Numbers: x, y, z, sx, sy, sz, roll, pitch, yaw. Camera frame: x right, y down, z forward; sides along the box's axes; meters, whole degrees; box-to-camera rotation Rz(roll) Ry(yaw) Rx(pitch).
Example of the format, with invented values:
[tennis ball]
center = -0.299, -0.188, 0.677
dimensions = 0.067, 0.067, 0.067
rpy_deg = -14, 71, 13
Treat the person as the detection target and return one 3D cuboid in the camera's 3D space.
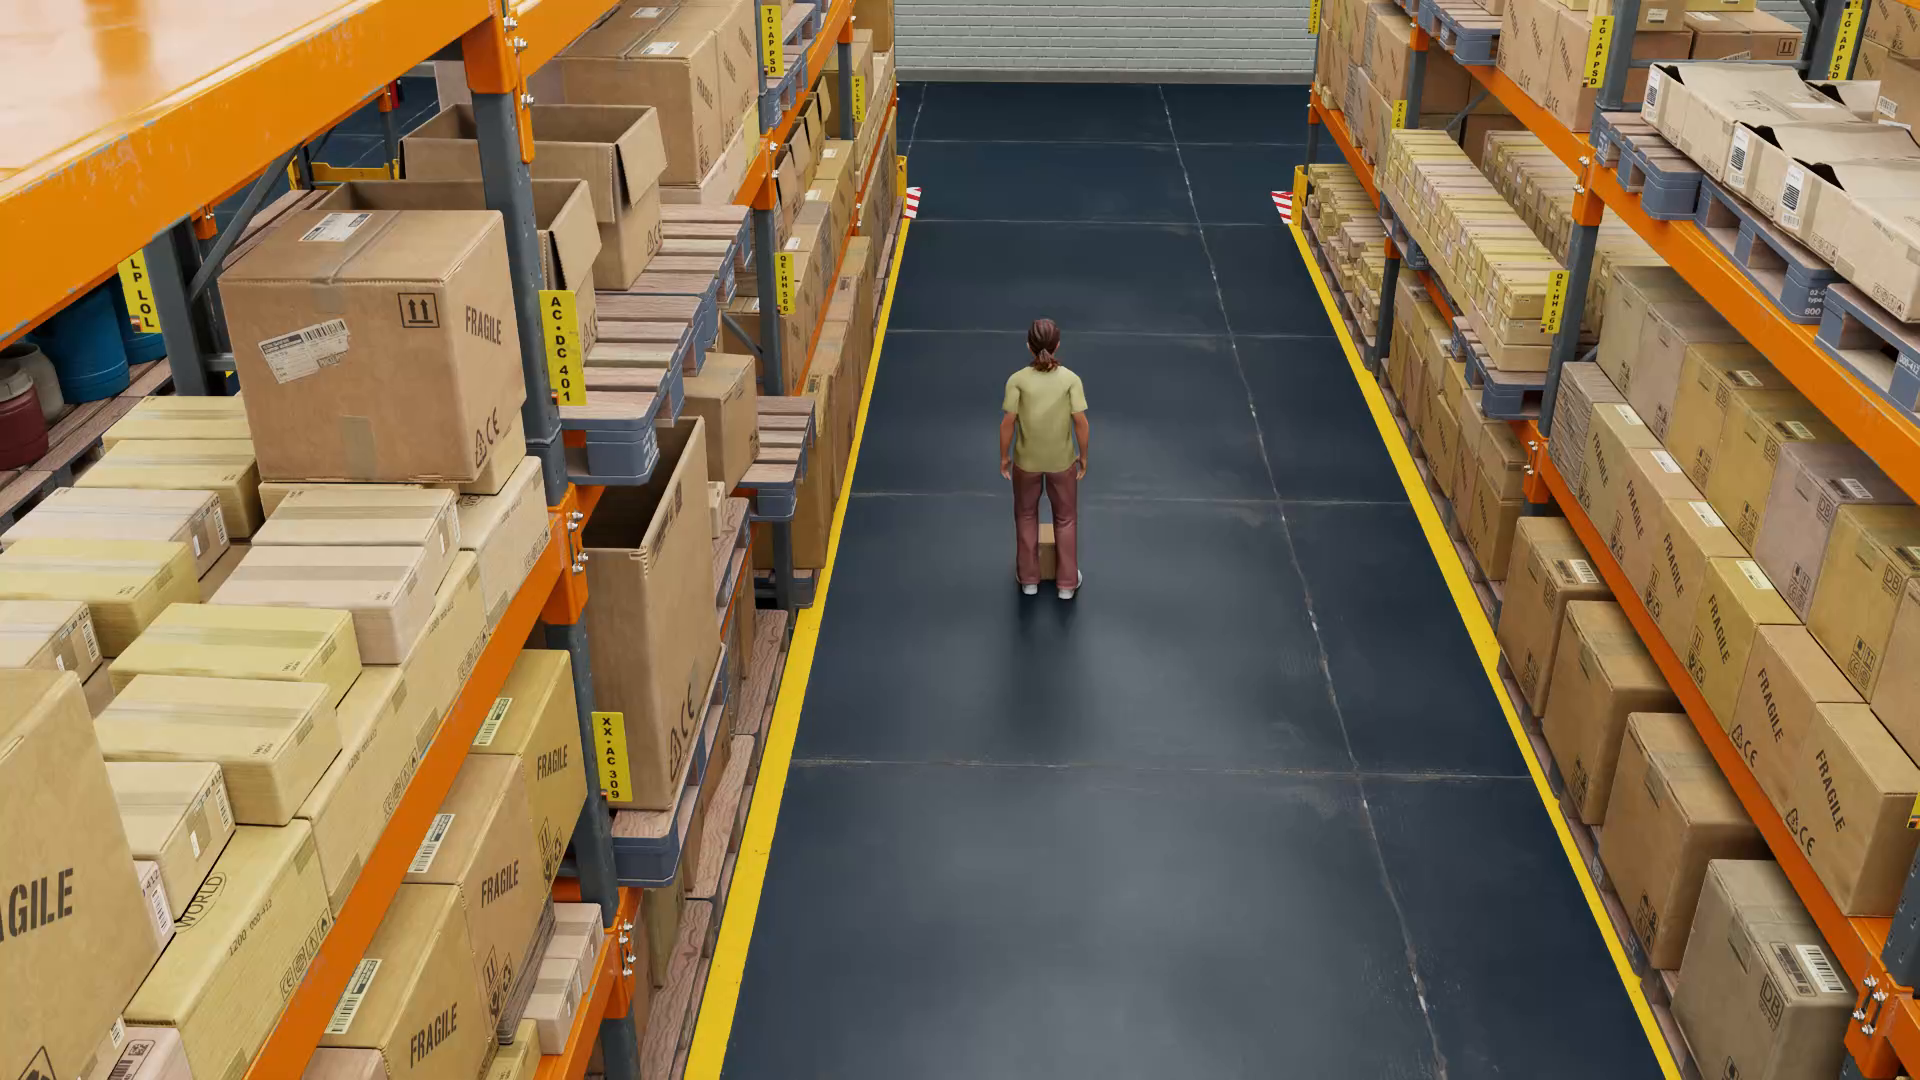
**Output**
[person]
center = 0.476, -0.455, 9.476
dimensions = 0.502, 1.673, 0.405
rpy_deg = 1, 28, 1
